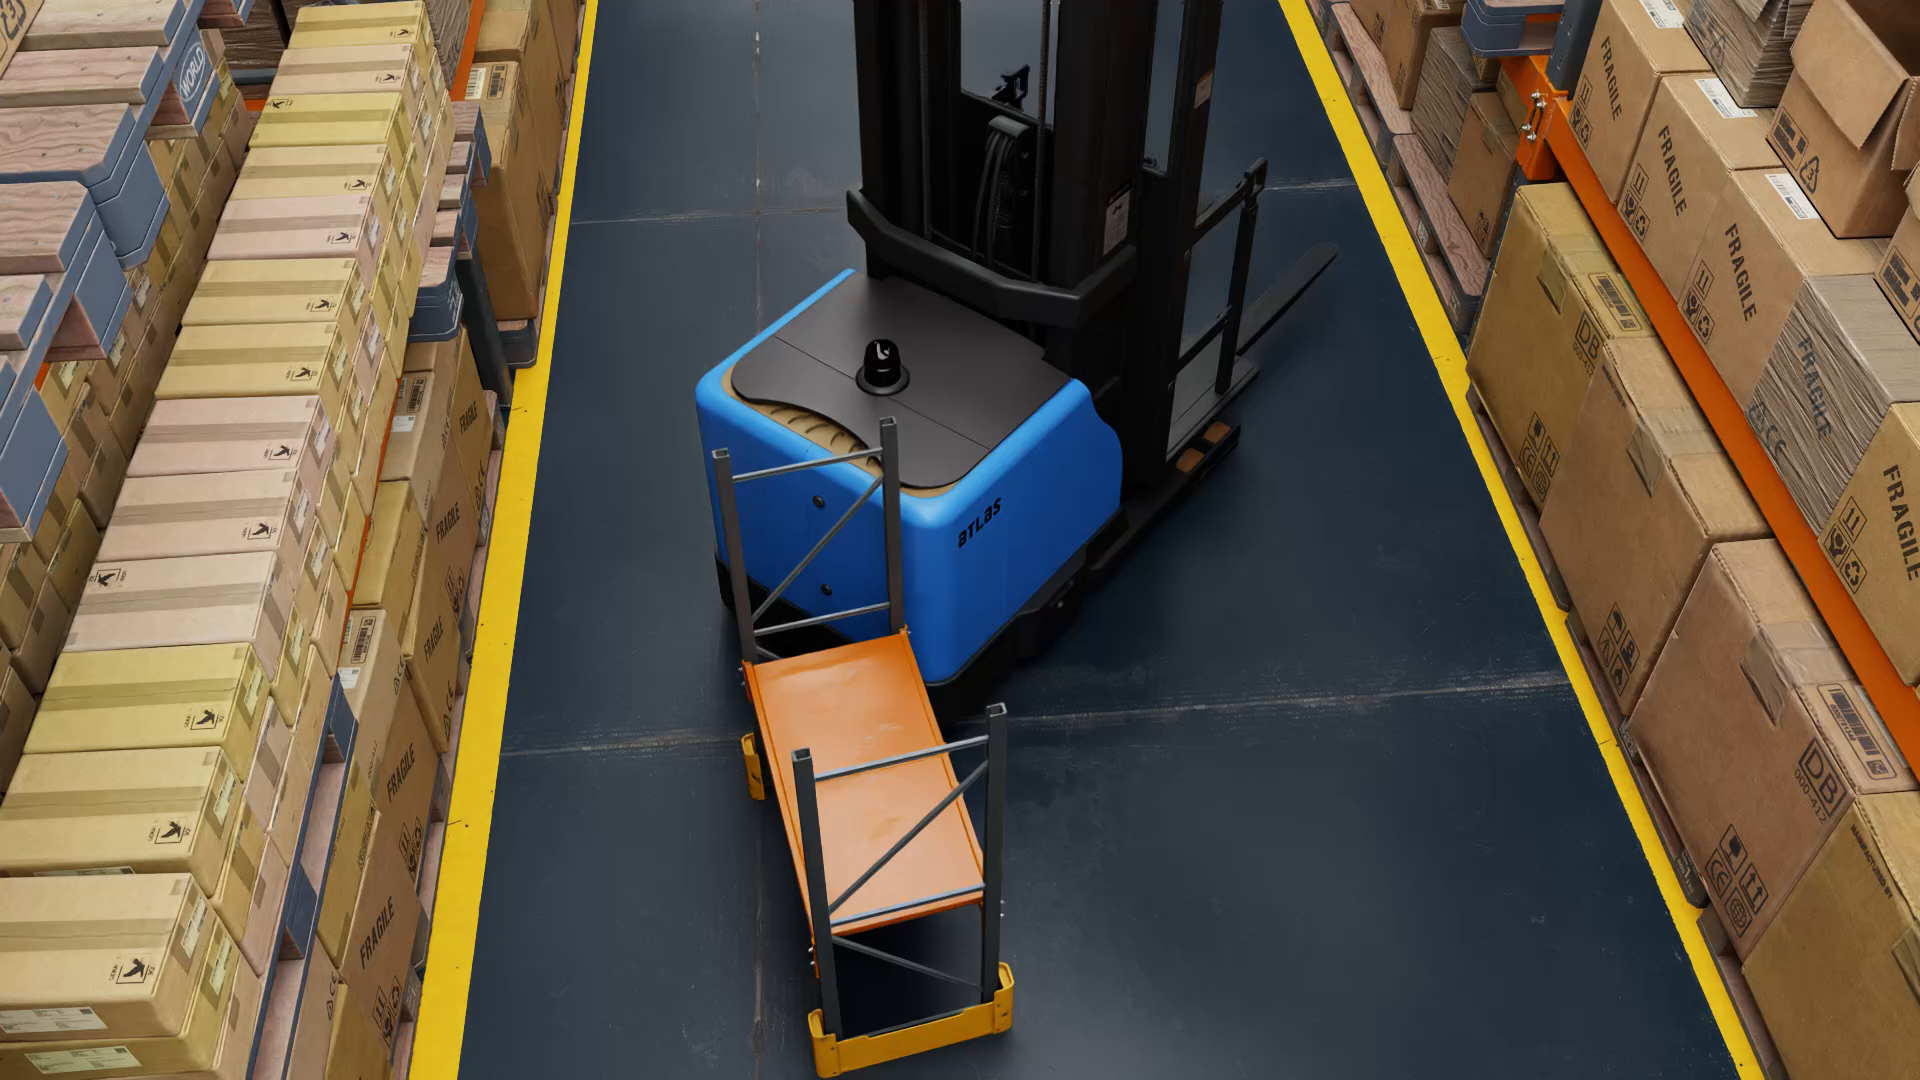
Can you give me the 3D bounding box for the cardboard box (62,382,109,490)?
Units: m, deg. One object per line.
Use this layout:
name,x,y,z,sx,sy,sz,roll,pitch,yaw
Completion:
cardboard box,-2.351,-0.249,4.099,0.380,0.149,0.250,-2,47,-2

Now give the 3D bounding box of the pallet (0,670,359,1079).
pallet,-1.911,0.821,3.539,1.003,0.211,1.213,-3,47,-3

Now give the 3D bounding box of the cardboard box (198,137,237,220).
cardboard box,-2.468,-1.105,5.115,0.380,0.149,0.250,-1,47,-1

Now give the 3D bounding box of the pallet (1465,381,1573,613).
pallet,2.615,-0.272,6.362,1.003,0.211,1.213,-3,47,-3

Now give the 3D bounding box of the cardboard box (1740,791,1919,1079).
cardboard box,2.885,1.213,4.210,1.225,0.875,0.875,-3,47,-3

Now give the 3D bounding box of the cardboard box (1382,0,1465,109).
cardboard box,2.434,-2.391,7.868,0.700,0.500,0.500,0,47,0

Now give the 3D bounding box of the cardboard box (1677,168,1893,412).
cardboard box,2.485,-0.729,4.805,0.500,0.500,0.500,-4,47,-4

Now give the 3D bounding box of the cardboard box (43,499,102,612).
cardboard box,-2.335,0.041,4.029,0.380,0.149,0.250,-2,47,-2

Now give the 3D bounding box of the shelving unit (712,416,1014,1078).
shelving unit,-0.272,0.602,4.647,0.587,1.500,1.083,-12,48,-11

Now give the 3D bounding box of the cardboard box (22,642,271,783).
cardboard box,-1.615,0.354,3.323,0.380,0.149,0.250,-3,47,-3

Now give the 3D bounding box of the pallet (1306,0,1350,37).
pallet,2.356,-3.178,9.114,1.003,0.211,1.213,-3,47,-3

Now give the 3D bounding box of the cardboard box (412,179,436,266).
cardboard box,-1.787,-0.941,4.959,0.380,0.149,0.250,-3,47,-3

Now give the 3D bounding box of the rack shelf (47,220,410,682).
rack shelf,-2.160,0.117,4.569,1.077,0.370,4.000,-3,47,-3

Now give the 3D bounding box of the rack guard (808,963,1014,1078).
rack guard,-0.136,1.379,4.772,0.587,0.250,0.087,-12,48,-11

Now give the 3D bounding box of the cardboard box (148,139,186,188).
cardboard box,-2.440,-1.122,4.721,0.380,0.149,0.250,-4,47,-4

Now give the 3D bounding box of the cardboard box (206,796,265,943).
cardboard box,-1.591,0.656,3.242,0.380,0.149,0.250,-4,47,-4

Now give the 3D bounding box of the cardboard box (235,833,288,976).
cardboard box,-1.596,0.745,3.362,0.380,0.149,0.250,-3,47,-3

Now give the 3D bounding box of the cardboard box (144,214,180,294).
cardboard box,-2.415,-0.804,4.625,0.380,0.149,0.250,-3,47,-3

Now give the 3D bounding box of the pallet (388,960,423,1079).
pallet,-2.059,1.712,4.483,1.003,0.211,1.213,-3,47,-3

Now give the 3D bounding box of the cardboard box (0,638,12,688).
cardboard box,-2.291,0.313,3.567,0.380,0.149,0.250,-5,47,-5

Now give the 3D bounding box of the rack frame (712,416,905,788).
rack frame,-0.414,0.240,4.990,0.500,1.500,0.032,-12,48,-11

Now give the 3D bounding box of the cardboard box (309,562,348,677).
cardboard box,-1.655,0.198,3.880,0.380,0.149,0.250,-5,47,-5

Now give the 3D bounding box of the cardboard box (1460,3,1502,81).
cardboard box,2.483,-2.222,7.190,0.500,0.250,0.500,1,47,1

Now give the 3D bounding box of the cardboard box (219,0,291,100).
cardboard box,-2.632,-1.921,5.935,0.500,0.500,0.500,-3,47,-3

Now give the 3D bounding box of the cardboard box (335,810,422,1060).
cardboard box,-1.836,1.098,4.576,0.500,0.500,0.500,-2,47,-1

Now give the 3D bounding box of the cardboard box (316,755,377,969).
cardboard box,-1.838,0.838,4.306,0.500,0.250,0.500,-2,47,-2

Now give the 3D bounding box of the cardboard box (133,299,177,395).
cardboard box,-2.397,-0.523,4.563,0.380,0.149,0.250,-2,47,-2

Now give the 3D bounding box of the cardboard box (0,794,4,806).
cardboard box,-2.264,0.615,3.485,0.380,0.149,0.250,-4,47,-3

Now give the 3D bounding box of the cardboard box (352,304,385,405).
cardboard box,-1.722,-0.475,4.313,0.380,0.149,0.250,-2,47,-2

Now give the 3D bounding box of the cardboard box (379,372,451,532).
cardboard box,-1.955,-0.277,5.362,0.500,0.250,0.500,-3,47,-3

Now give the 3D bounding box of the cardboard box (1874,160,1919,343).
cardboard box,2.783,-0.699,4.086,0.797,0.503,0.637,-2,47,-2

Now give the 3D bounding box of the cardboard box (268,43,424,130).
cardboard box,-1.810,-1.331,4.919,0.380,0.149,0.250,-4,47,-4

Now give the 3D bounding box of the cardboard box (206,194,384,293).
cardboard box,-1.748,-0.774,4.391,0.380,0.149,0.250,-3,47,-3

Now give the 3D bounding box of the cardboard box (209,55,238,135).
cardboard box,-2.487,-1.376,5.166,0.380,0.149,0.250,-2,47,-2

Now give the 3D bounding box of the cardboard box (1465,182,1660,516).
cardboard box,2.661,-0.719,6.039,1.225,0.875,0.875,-5,47,-5

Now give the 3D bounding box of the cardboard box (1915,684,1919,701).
cardboard box,2.613,0.374,3.761,0.500,0.500,0.500,-2,47,-2

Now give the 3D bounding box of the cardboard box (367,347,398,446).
cardboard box,-1.726,-0.378,4.426,0.380,0.149,0.250,-2,47,-2

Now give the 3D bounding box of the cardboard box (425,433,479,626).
cardboard box,-1.972,-0.026,5.641,0.500,0.500,0.500,-2,47,-2

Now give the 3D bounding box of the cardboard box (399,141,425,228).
cardboard box,-1.783,-1.025,4.834,0.380,0.149,0.250,-2,47,-2

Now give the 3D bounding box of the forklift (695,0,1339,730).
forklift,0.440,-1.395,5.552,1.130,2.935,3.031,29,53,25

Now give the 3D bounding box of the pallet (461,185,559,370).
pallet,-2.318,-1.194,7.235,1.003,0.211,1.213,-3,47,-3

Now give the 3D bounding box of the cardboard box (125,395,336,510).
cardboard box,-1.676,-0.194,3.842,0.380,0.149,0.250,-2,47,-2

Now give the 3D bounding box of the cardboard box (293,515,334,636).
cardboard box,-1.660,0.086,3.781,0.380,0.149,0.250,-2,47,-2

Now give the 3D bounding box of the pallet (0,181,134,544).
pallet,-1.938,-0.103,2.345,1.213,0.211,1.003,-3,47,-3

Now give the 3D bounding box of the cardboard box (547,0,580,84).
cardboard box,-2.443,-2.701,8.002,1.050,0.750,0.750,-3,47,-3

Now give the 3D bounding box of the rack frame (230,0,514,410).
rack frame,-2.327,-1.577,5.678,1.000,3.000,0.127,-3,47,-3

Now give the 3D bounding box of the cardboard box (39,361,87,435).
cardboard box,-2.353,-0.362,4.001,0.380,0.149,0.250,-4,47,-4
